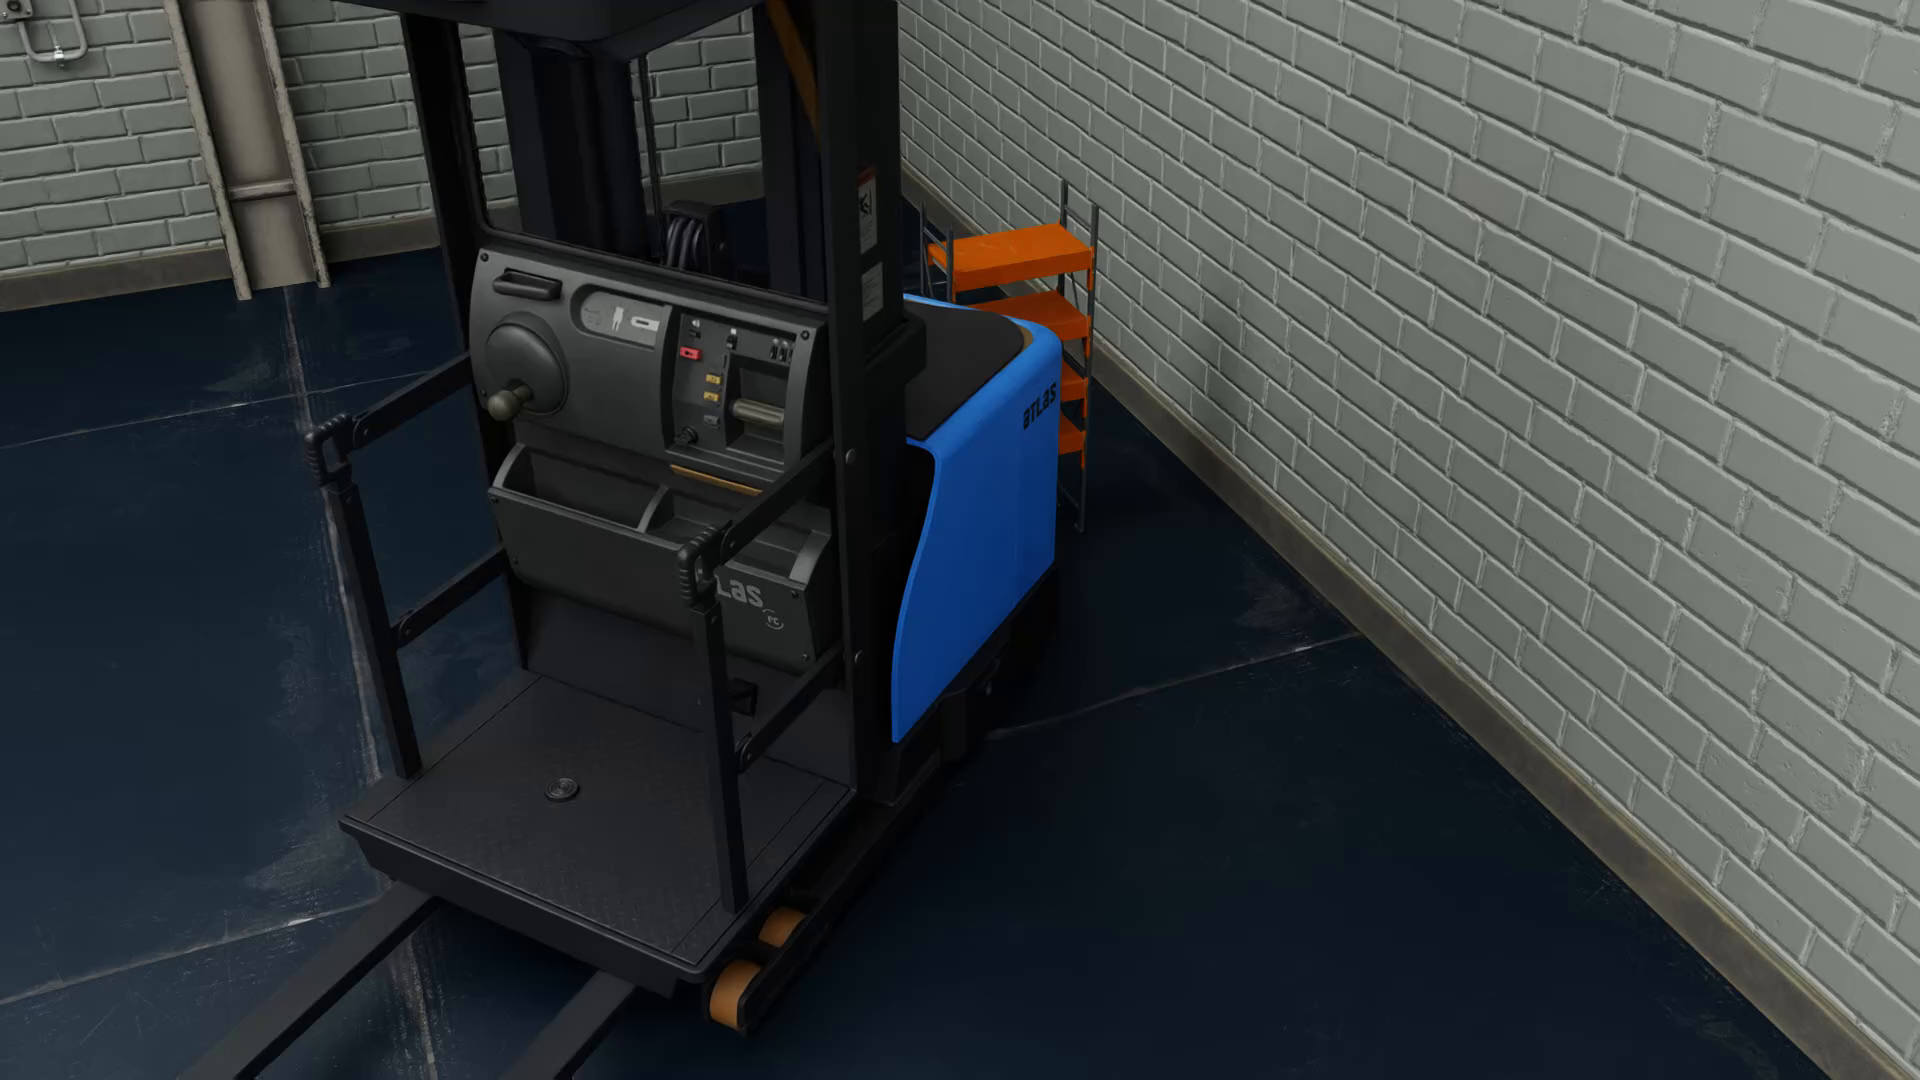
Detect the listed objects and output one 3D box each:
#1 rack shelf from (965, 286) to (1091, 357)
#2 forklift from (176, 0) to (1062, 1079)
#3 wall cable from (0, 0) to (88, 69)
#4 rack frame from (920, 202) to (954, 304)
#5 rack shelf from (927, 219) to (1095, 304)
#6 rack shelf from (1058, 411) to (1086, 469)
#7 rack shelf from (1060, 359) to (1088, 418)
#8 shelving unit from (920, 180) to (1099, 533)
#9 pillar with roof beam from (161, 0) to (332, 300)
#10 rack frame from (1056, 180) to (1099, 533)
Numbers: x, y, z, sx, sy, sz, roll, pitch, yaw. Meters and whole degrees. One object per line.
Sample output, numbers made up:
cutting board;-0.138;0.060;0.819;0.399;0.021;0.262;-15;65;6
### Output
rack shelf;0.153;-0.669;5.391;0.480;0.148;0.258;-13;35;-19
forklift;-0.827;-0.344;3.592;1.130;2.935;3.031;16;36;23
wall cable;-4.419;-2.606;6.074;1.851;1.984;0.084;-13;35;-19
rack frame;-0.072;-0.486;5.397;0.015;1.200;0.240;-13;35;-19
rack shelf;0.153;-0.867;5.262;0.480;0.148;0.258;-13;35;-19
rack shelf;0.153;-0.315;5.621;0.480;0.148;0.258;-13;35;-19
rack shelf;0.153;-0.481;5.513;0.480;0.148;0.258;-13;35;-19
shelving unit;0.153;-0.538;5.476;0.503;1.200;0.258;-13;35;-19
pillar with roof beam;-1.413;-2.789;1.786;0.400;9.000;9.100;-13;35;-19
rack frame;0.378;-0.589;5.556;0.015;1.200;0.240;-13;35;-19
